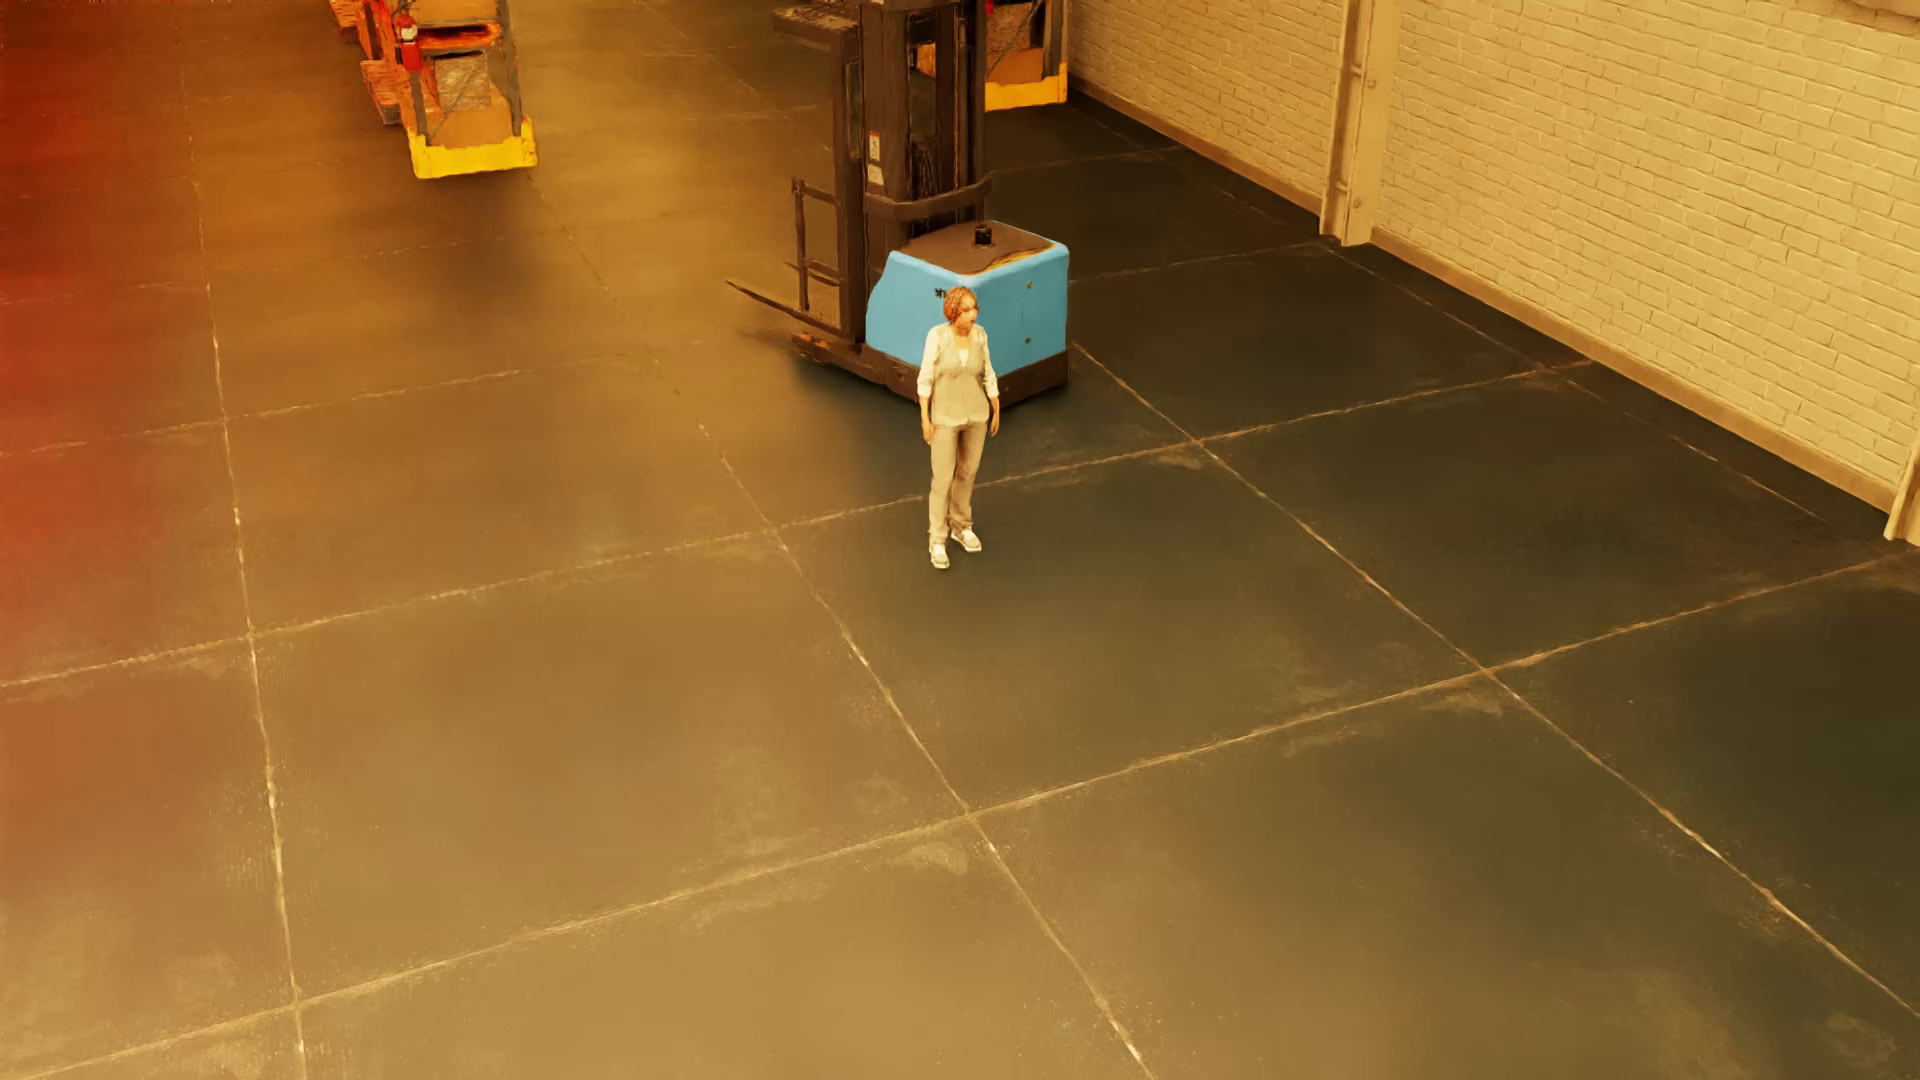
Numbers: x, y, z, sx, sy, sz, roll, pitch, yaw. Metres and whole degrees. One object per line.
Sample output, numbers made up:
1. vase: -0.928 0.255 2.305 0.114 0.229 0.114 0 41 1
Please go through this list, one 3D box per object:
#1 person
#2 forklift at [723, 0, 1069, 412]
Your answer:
1. person: 0.017 -0.663 9.609 0.521 1.597 0.474 -12 32 -20
2. forklift: -0.611 -2.739 11.909 1.130 2.935 3.031 -25 38 -37
